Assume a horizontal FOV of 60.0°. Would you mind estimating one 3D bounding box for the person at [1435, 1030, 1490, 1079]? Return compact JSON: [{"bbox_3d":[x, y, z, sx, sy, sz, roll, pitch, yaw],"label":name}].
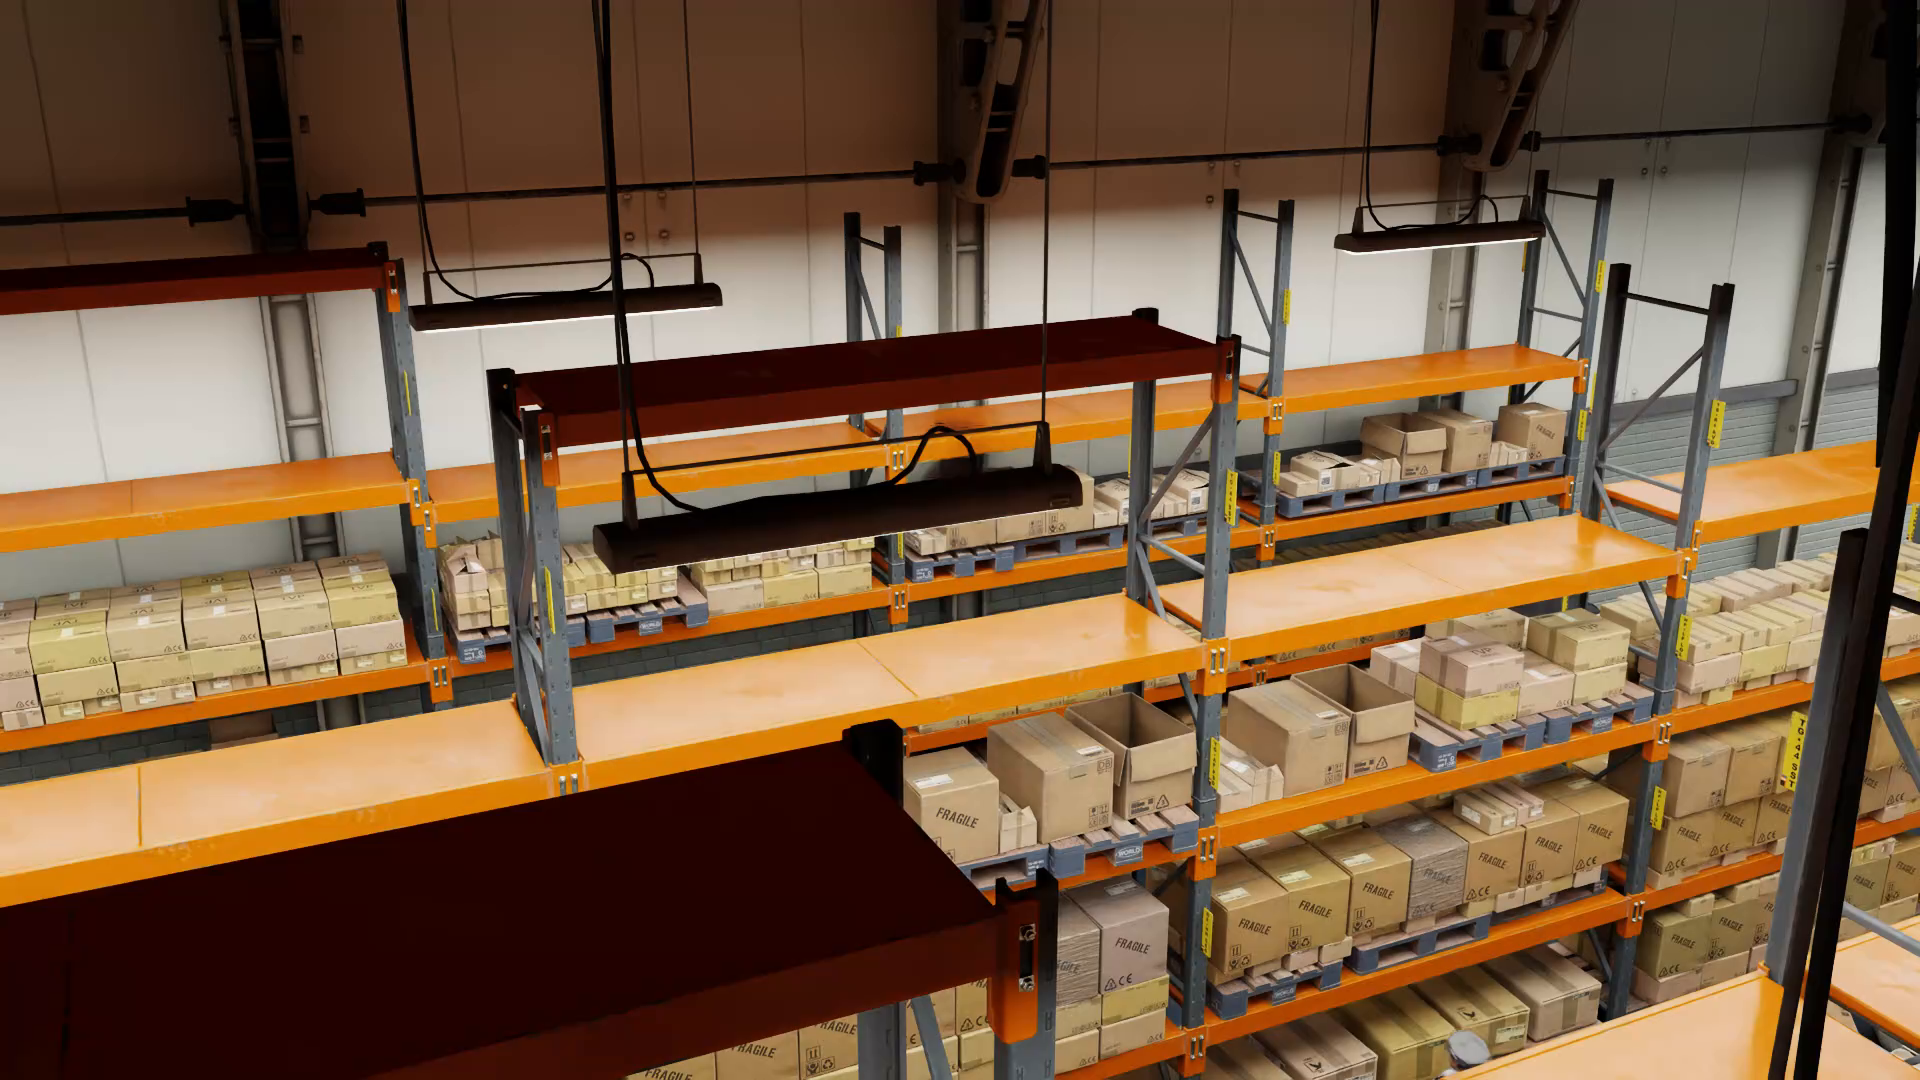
[{"bbox_3d":[3.142,3.878,10.786,0.455,1.682,0.585,8,20,23],"label":"person"}]
